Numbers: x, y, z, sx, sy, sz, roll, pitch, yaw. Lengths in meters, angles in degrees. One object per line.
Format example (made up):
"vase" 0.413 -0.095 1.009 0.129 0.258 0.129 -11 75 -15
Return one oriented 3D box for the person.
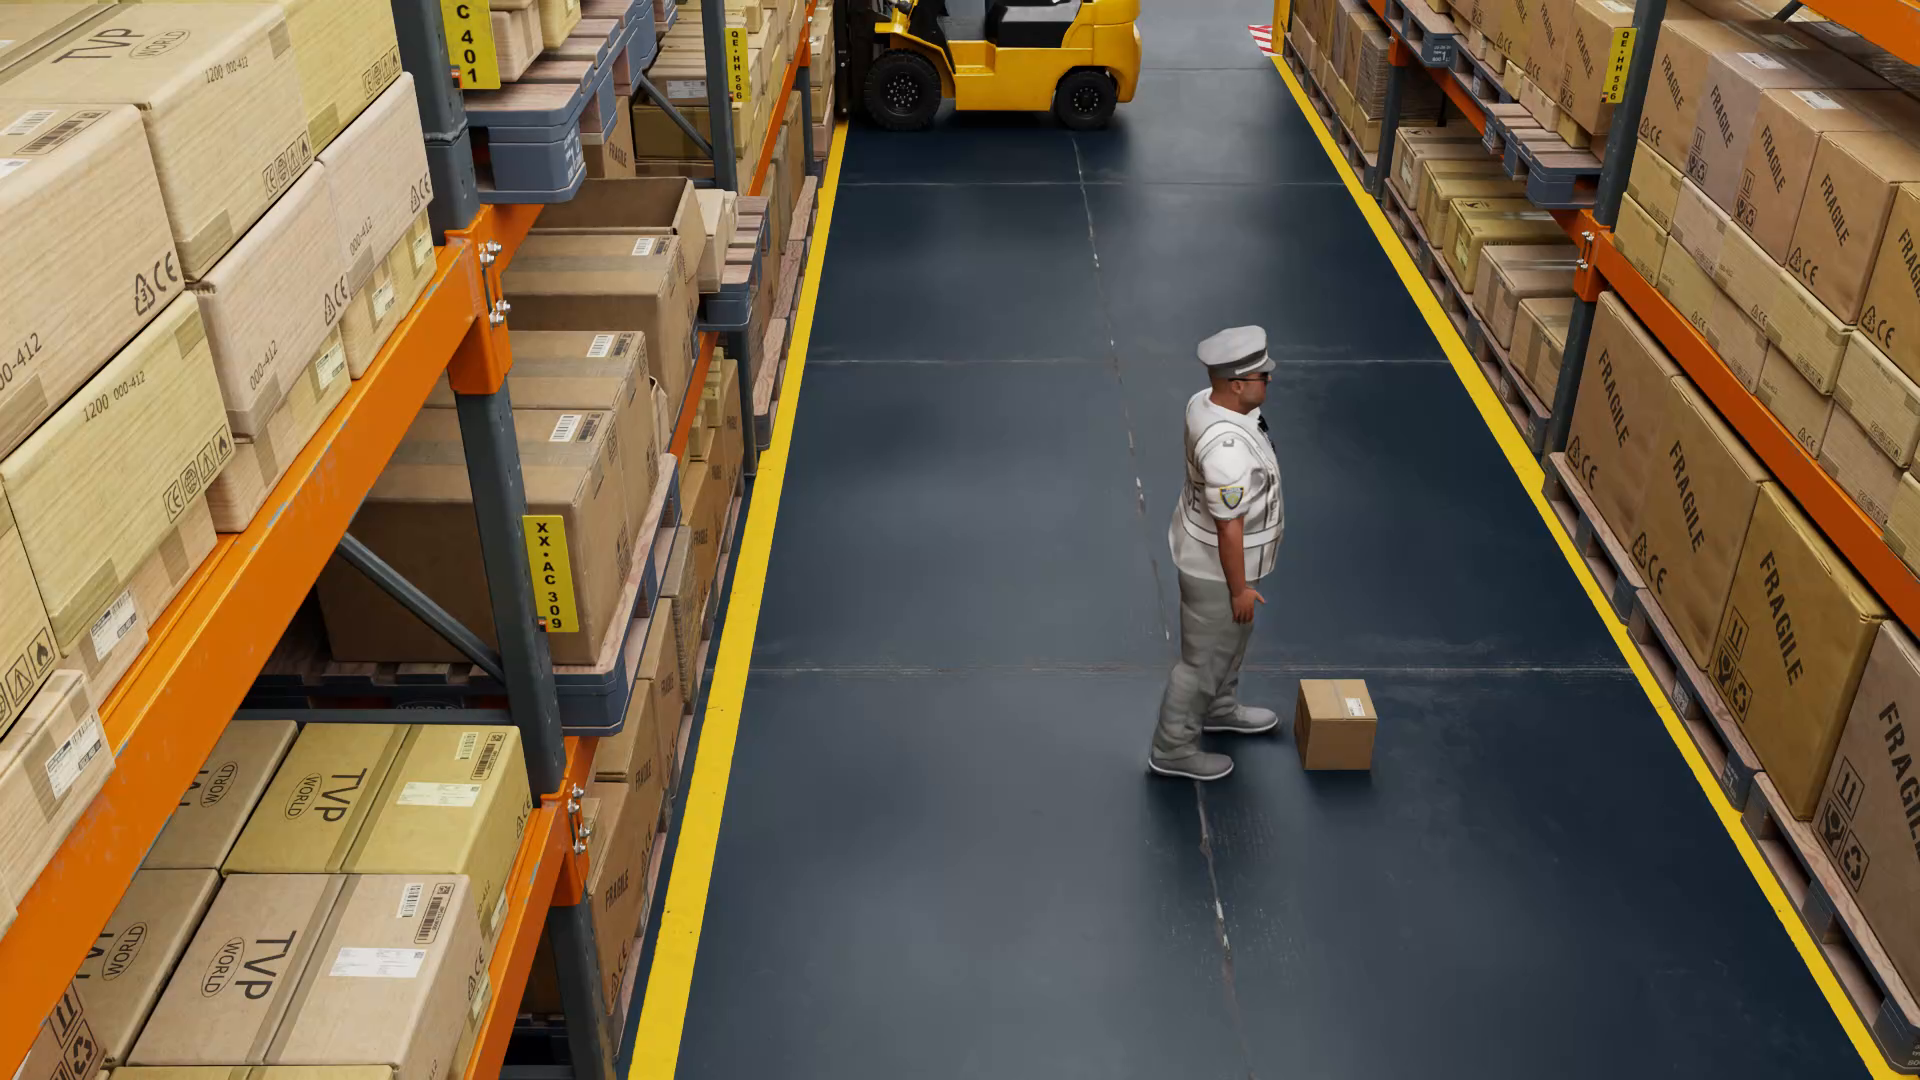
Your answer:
"person" 0.986 0.057 6.024 0.534 1.775 0.530 0 31 0
